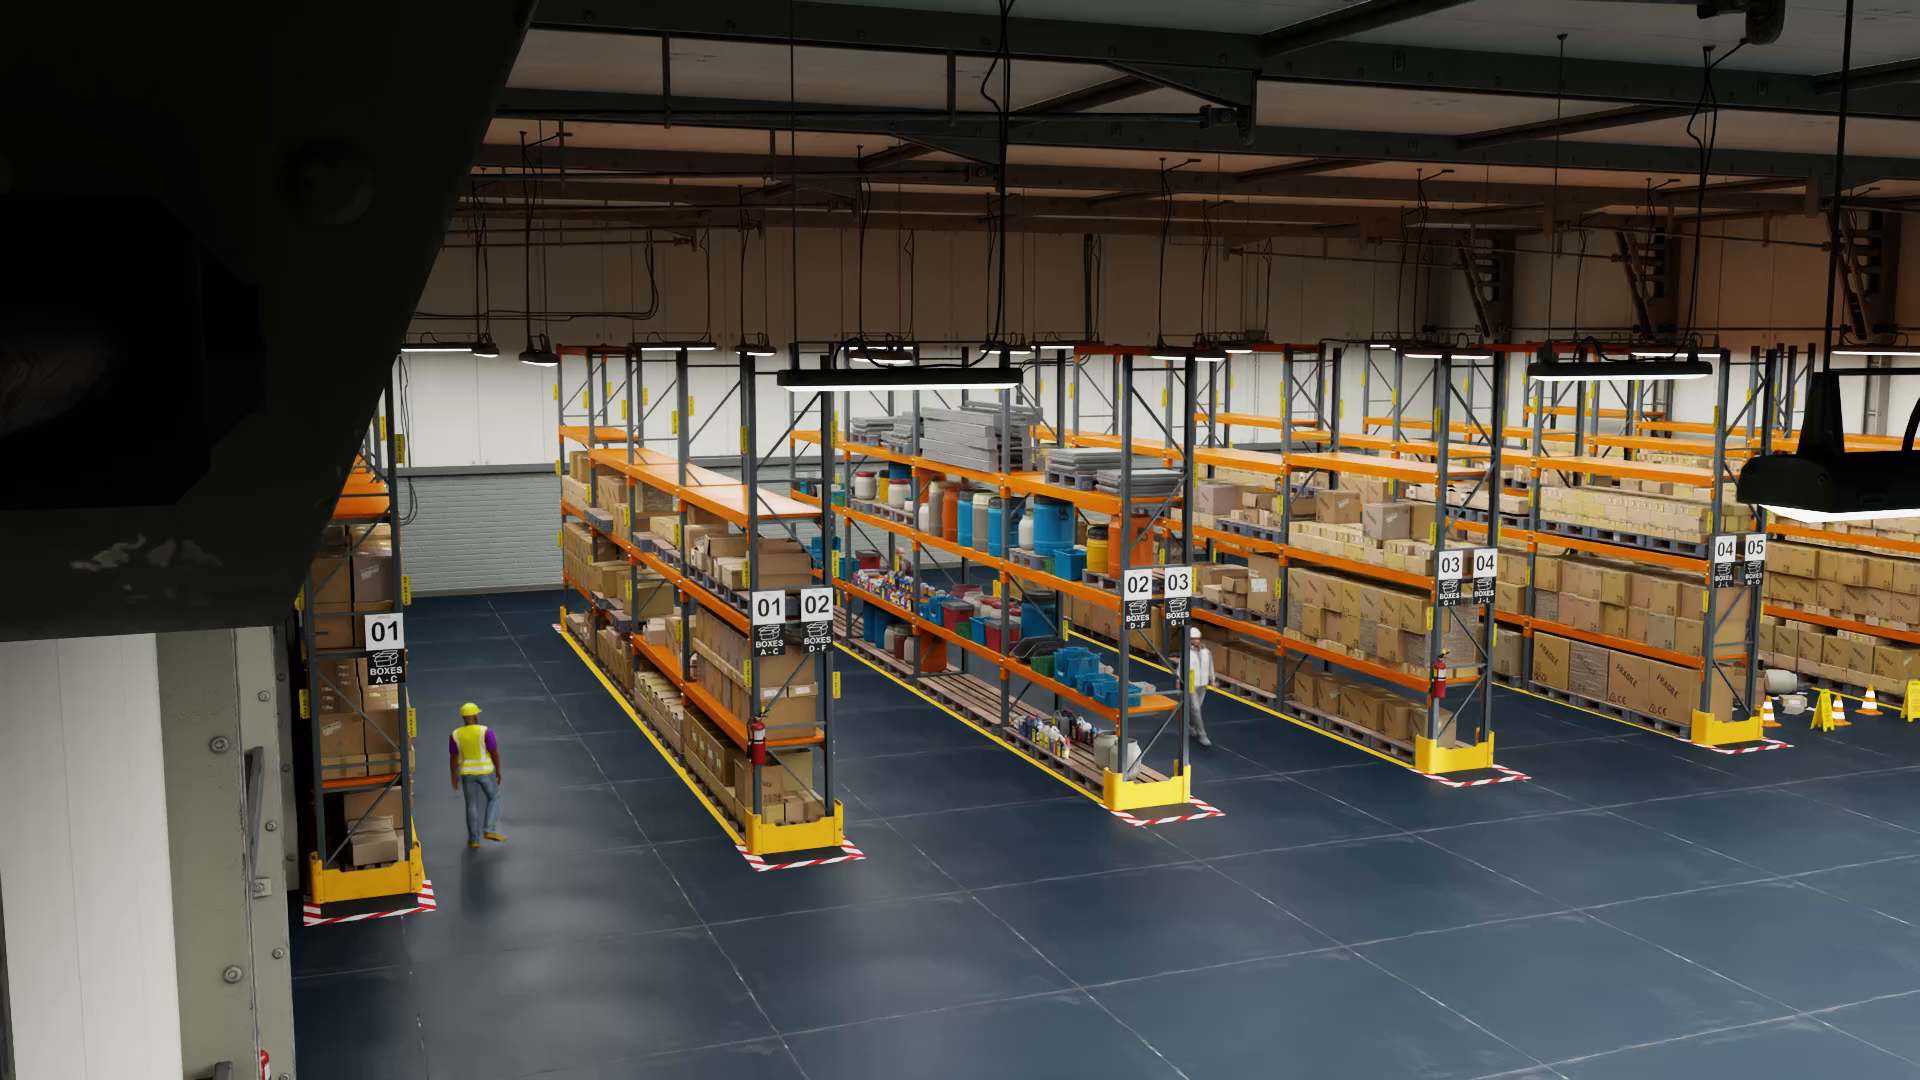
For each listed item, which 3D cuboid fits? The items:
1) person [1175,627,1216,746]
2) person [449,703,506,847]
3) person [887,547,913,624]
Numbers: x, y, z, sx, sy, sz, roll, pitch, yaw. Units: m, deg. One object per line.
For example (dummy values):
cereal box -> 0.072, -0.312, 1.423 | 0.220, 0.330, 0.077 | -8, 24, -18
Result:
person -> 3.658, 2.209, 25.518 | 0.575, 1.738, 0.871 | -3, 8, -24
person -> -5.923, 2.863, 20.379 | 0.636, 1.747, 0.453 | -1, 7, -6
person -> -1.243, 1.005, 35.056 | 1.198, 1.712, 0.578 | 7, 10, 43
